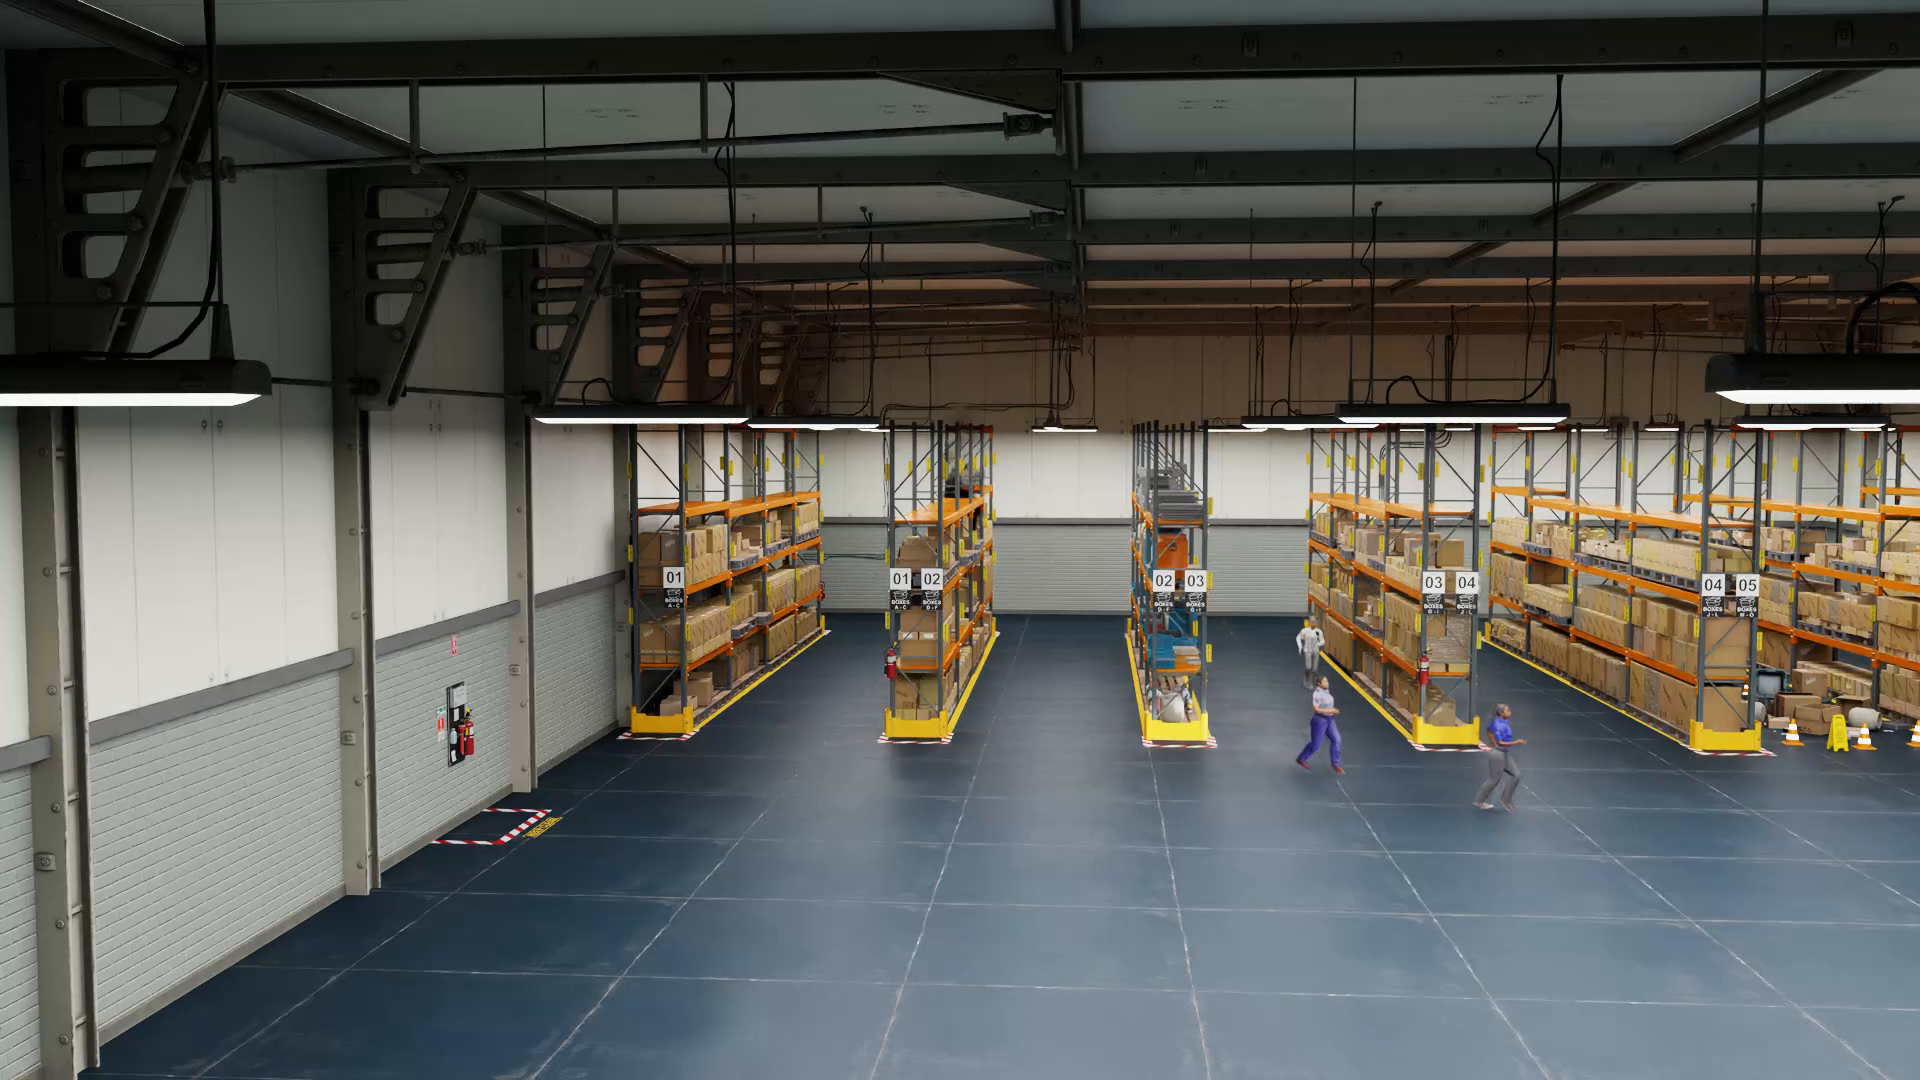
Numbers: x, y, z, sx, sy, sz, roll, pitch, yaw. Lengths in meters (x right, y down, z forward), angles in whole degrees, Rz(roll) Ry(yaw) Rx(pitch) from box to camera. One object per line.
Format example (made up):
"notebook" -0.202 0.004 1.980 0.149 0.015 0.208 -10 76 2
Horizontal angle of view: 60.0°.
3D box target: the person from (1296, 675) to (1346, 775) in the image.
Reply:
"person" 6.125 3.129 28.184 0.844 1.691 0.607 3 5 39

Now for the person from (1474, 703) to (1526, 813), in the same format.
"person" 8.197 3.312 25.181 0.765 1.695 0.523 2 4 28

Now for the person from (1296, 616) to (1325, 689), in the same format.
"person" 7.870 2.521 37.224 0.593 1.660 0.624 0 4 1

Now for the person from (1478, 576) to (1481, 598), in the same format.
"person" 14.613 1.850 47.672 0.561 1.711 0.791 1 4 12

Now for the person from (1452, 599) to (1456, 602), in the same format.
"person" 13.443 2.006 46.204 0.606 1.603 0.616 3 5 39
